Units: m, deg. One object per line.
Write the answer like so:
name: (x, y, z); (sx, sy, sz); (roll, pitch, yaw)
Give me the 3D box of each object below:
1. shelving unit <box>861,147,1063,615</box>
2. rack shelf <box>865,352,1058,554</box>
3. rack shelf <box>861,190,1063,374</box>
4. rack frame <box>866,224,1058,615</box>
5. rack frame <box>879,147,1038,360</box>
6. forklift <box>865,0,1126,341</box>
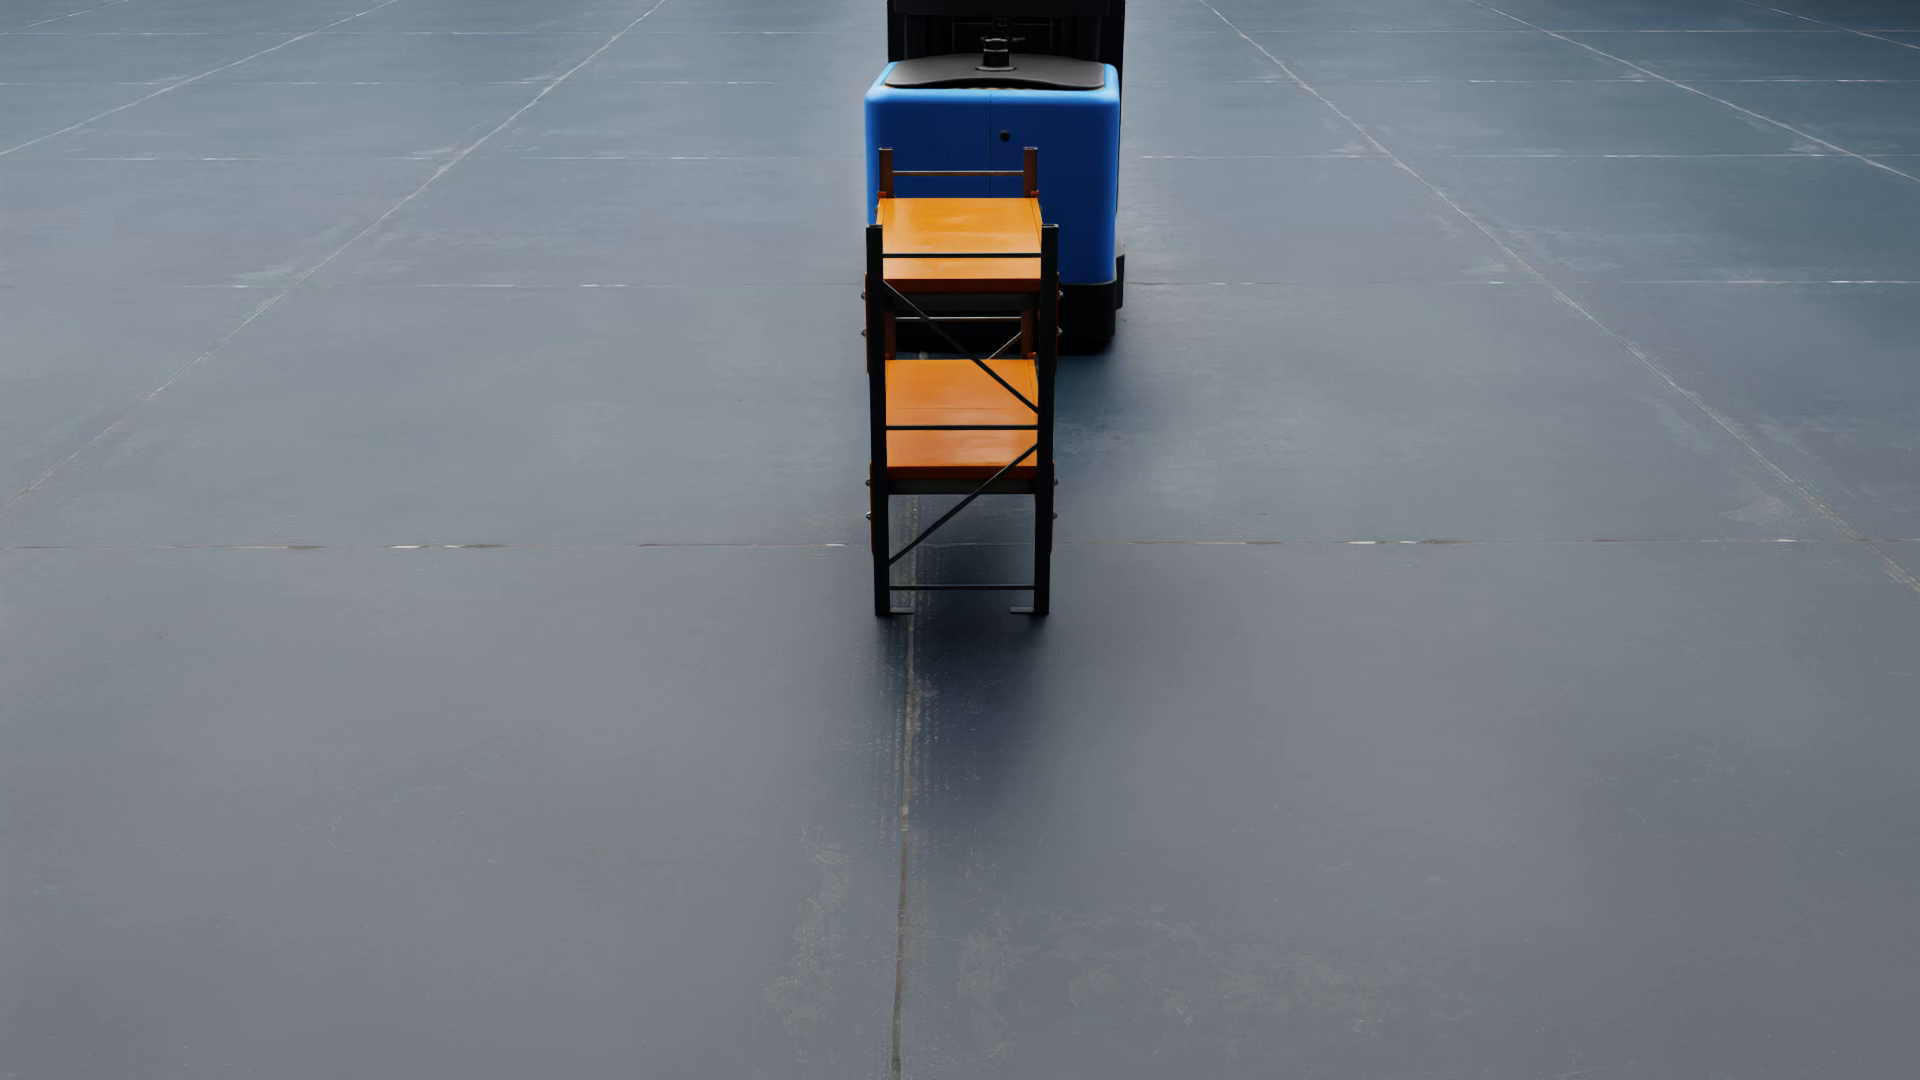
shelving unit: (0.000, -0.515, 5.024); (0.538, 1.125, 1.048); (0, 24, -1)
rack shelf: (0.000, -0.293, 5.125); (0.538, 0.278, 1.000); (0, 24, -1)
rack shelf: (0.000, -0.782, 4.904); (0.538, 0.278, 1.000); (0, 24, -1)
rack frame: (0.005, -0.306, 4.561); (0.500, 1.125, 0.032); (0, 24, -1)
rack frame: (-0.006, -0.725, 5.487); (0.500, 1.125, 0.032); (0, 24, -1)
forklift: (0.228, -2.732, 7.734); (1.130, 2.935, 3.031); (2, 24, 4)
